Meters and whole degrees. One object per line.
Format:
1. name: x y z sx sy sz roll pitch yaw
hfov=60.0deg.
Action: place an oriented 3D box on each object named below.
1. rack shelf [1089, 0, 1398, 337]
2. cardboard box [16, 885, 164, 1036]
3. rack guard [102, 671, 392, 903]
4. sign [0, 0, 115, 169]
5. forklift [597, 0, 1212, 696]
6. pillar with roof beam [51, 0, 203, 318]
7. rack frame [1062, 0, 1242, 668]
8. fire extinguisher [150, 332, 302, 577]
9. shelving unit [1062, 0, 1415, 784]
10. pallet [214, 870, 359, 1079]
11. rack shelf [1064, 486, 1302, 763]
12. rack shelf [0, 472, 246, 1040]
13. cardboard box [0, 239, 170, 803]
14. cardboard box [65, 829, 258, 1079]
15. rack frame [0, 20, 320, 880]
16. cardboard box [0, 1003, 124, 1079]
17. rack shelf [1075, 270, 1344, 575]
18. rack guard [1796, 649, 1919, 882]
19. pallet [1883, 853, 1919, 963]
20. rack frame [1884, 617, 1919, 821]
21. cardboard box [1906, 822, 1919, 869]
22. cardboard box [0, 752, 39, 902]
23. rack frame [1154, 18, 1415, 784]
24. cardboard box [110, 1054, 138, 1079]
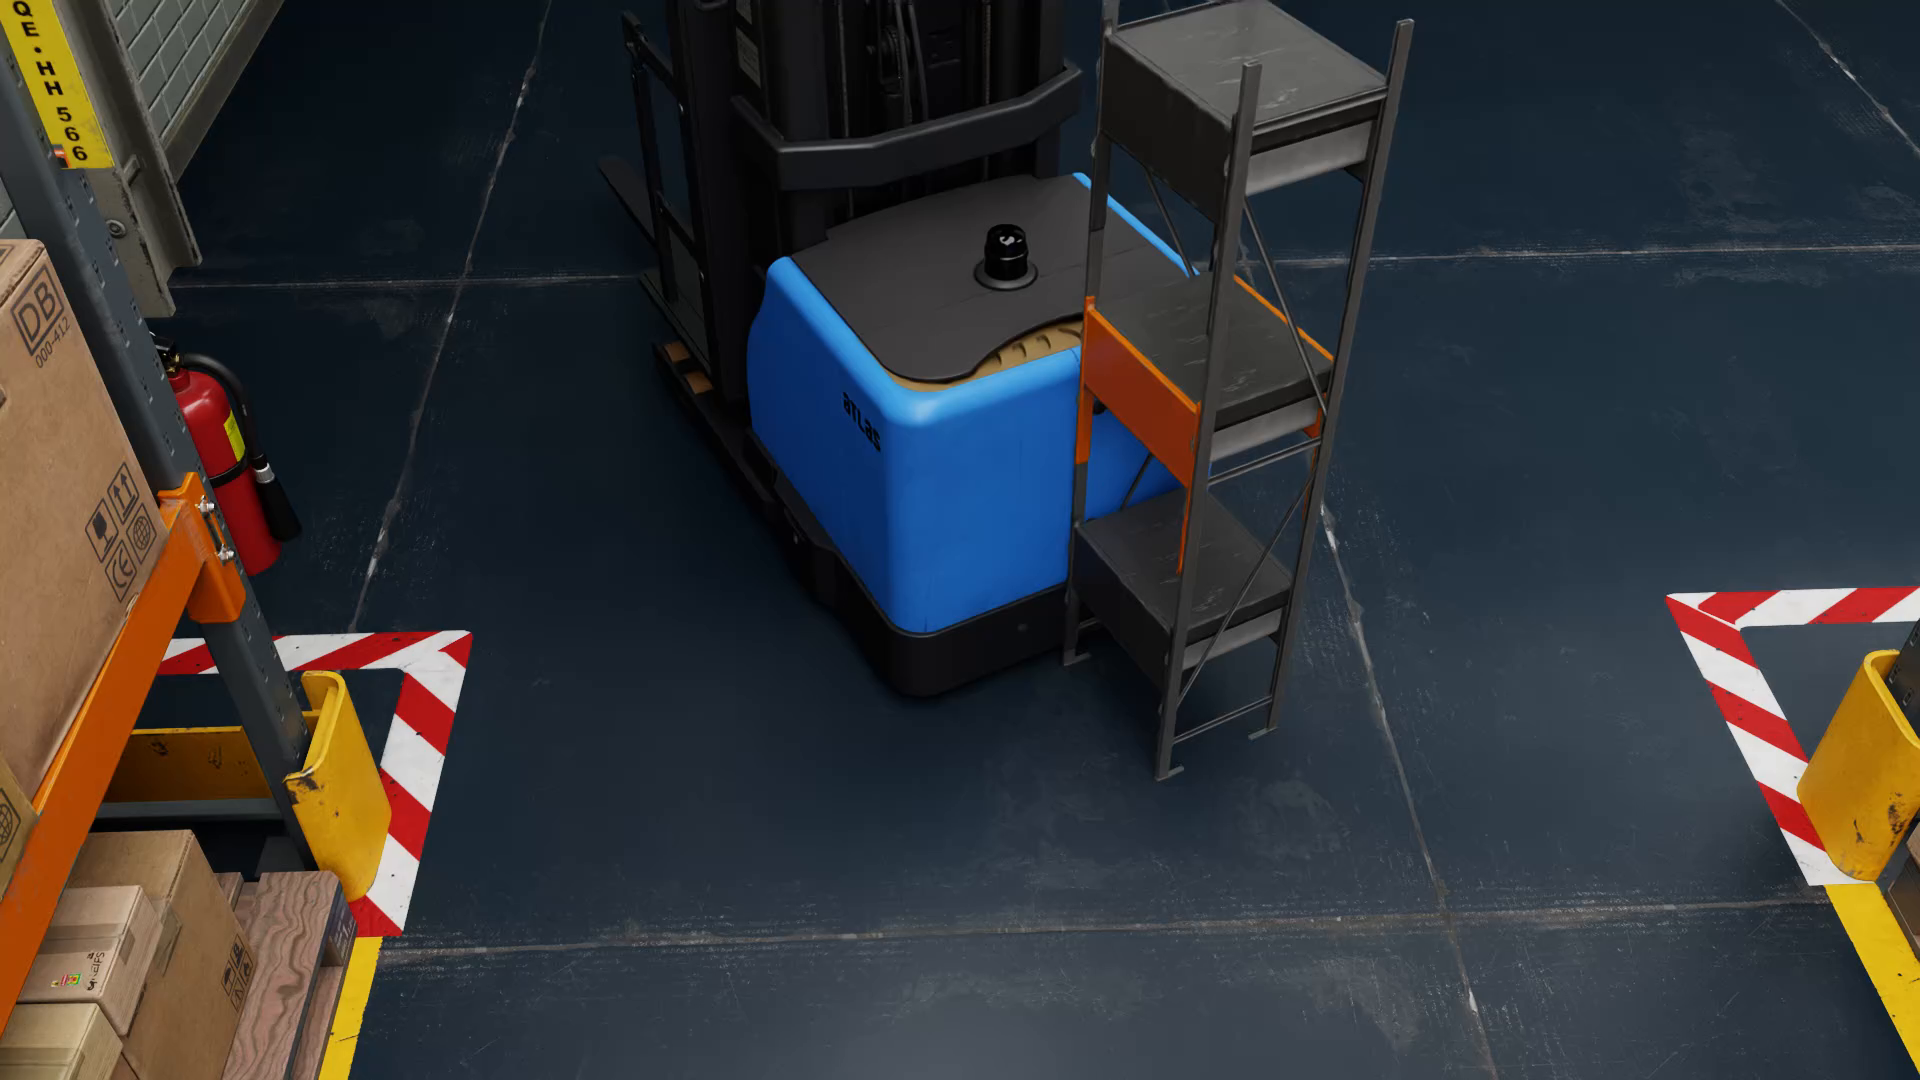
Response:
1. rack shelf: 0.593 -0.831 3.586 0.431 0.518 0.480 -20 46 -21
2. cardboard box: -1.782 0.816 3.199 0.380 0.149 0.250 -2 43 -2
3. rack guard: -2.100 0.642 4.179 1.175 0.500 0.348 -2 43 -2
4. sign: -1.556 -0.783 2.852 0.100 0.325 0.005 -2 43 -2
5. forklift: -0.413 -1.630 4.860 1.130 2.935 3.031 -20 46 -21
6. pillar with roof beam: 1.223 -4.396 3.386 9.100 9.000 0.400 -2 43 -2
7. rack frame: 0.477 -0.469 4.208 0.400 2.100 0.015 -20 46 -21
8. fire extinguisher: -1.644 -0.212 3.595 0.296 0.674 0.183 -2 43 -2
9. shelving unit: 0.593 -0.325 4.050 0.431 2.100 0.503 -20 46 -21
10. pallet: -1.987 1.303 3.673 1.003 0.211 1.213 -2 43 -2
11. rack shelf: 0.593 0.201 4.532 0.431 0.518 0.480 -20 46 -21
12. rack shelf: -2.014 1.352 2.087 1.077 0.370 4.000 -2 43 -2
13. cardboard box: -2.067 -0.029 2.840 0.980 0.700 0.700 0 43 0
14. cardboard box: -1.969 0.973 3.507 0.700 0.500 0.500 -2 43 -2
15. rack frame: -2.099 -0.263 3.317 1.000 3.000 0.127 -2 43 -2
16. cardboard box: -1.770 0.988 3.011 0.380 0.149 0.250 -1 43 -1
17. rack shelf: 0.593 -0.315 4.059 0.431 0.518 0.480 -20 46 -21
18. rack guard: 2.853 0.565 4.263 1.175 0.500 0.348 -2 43 -2
19. pallet: 2.888 1.210 3.774 1.003 0.211 1.213 -2 43 -2
20. rack frame: 2.850 -0.408 3.475 1.000 3.000 0.127 -2 43 -2
21. cardboard box: 2.524 0.774 3.970 0.380 0.149 0.250 -2 43 -2
22. cardboard box: -2.025 0.461 2.305 0.980 0.700 0.700 -2 43 -2
23. rack frame: 0.710 -0.180 3.892 0.400 2.100 0.015 -20 46 -21
24. cardboard box: -1.948 1.311 3.139 0.700 0.500 0.500 -2 43 -2
